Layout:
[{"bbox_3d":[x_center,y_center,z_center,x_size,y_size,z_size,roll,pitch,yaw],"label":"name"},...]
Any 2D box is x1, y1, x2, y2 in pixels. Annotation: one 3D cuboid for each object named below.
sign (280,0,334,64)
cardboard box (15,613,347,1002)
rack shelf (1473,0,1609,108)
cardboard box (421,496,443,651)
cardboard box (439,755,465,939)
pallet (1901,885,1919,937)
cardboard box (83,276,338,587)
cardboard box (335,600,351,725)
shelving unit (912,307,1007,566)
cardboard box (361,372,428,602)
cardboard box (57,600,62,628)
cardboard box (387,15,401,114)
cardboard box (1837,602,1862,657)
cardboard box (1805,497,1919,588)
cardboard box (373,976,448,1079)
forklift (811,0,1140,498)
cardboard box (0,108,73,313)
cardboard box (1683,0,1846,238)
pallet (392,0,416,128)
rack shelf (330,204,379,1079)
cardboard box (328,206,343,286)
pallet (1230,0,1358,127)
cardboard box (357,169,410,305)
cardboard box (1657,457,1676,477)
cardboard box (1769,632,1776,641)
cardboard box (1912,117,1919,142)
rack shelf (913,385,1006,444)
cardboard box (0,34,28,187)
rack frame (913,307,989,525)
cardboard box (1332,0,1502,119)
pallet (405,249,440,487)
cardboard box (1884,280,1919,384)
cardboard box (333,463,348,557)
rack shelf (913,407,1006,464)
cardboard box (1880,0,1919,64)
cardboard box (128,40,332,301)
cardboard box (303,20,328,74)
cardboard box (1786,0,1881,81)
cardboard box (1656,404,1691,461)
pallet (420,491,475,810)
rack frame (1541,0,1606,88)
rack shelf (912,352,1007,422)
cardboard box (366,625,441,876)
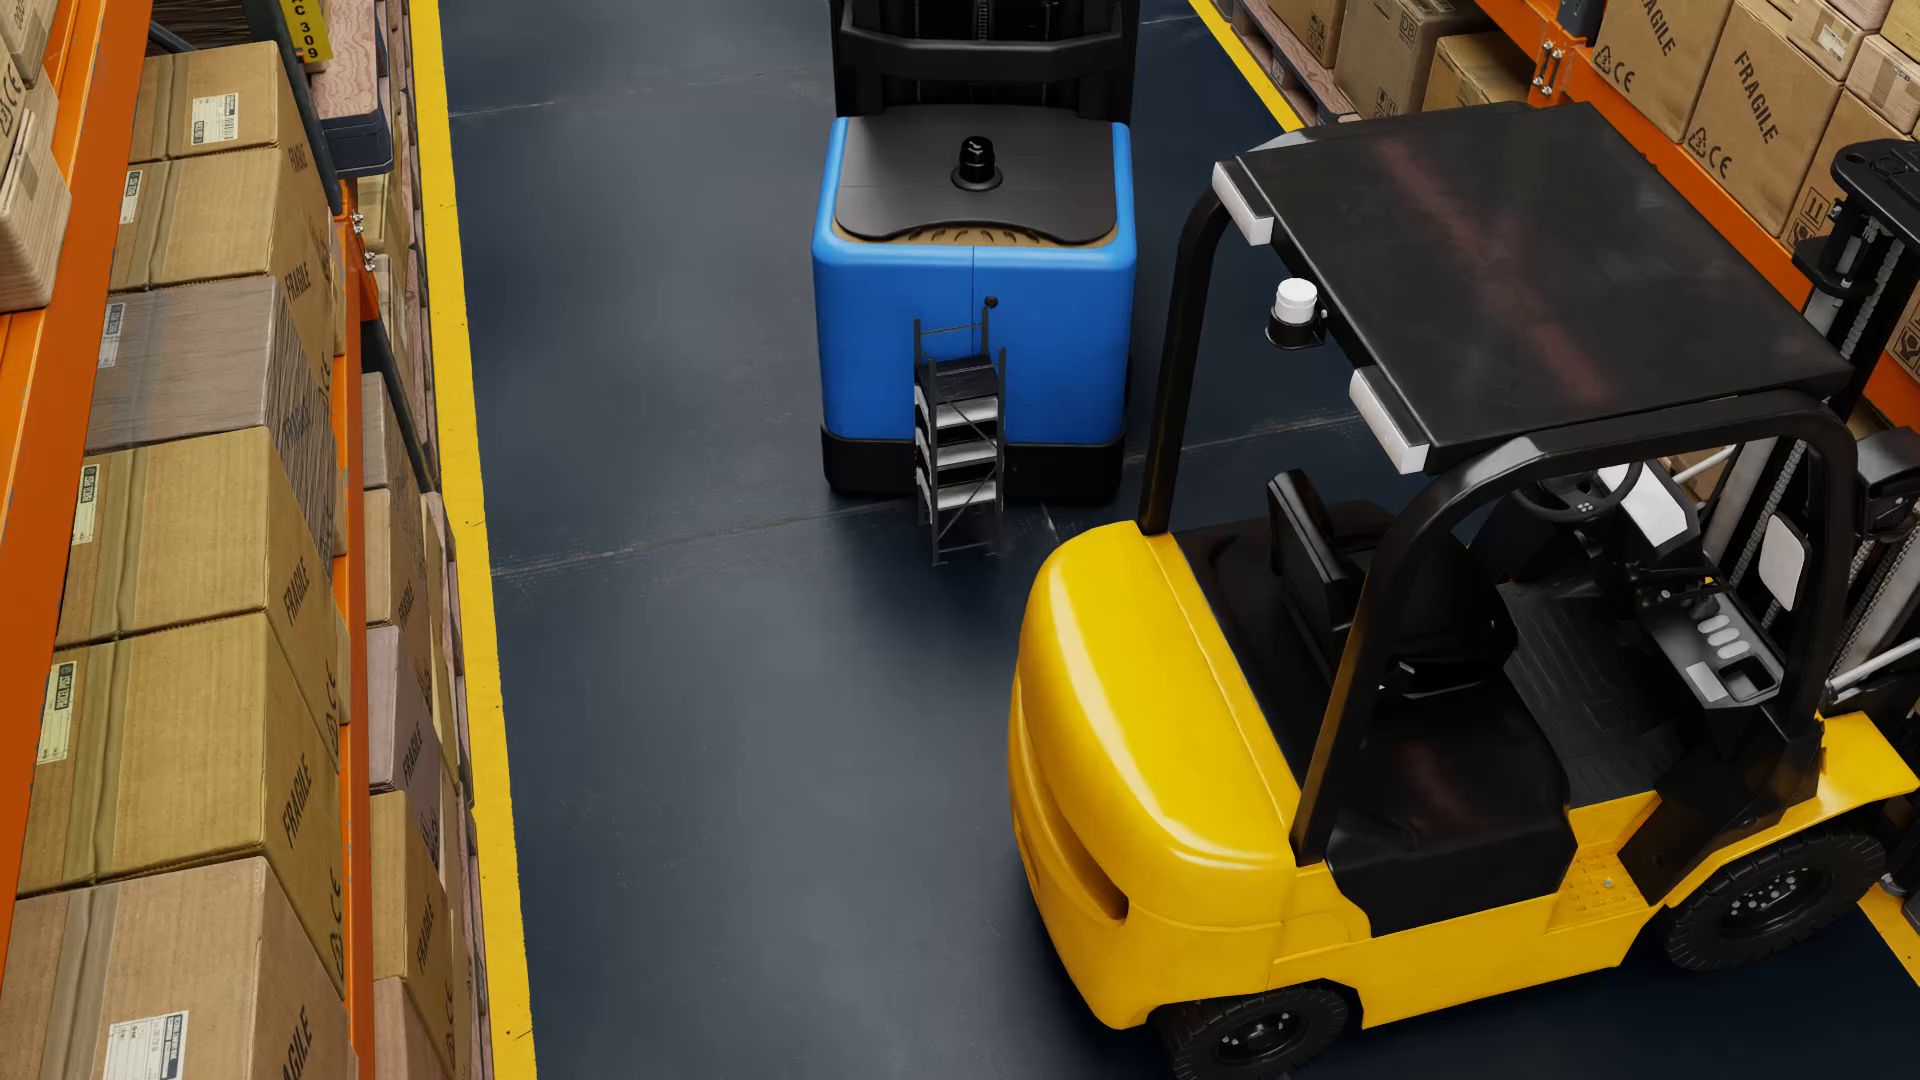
[{"bbox_3d":[-1.767,-1.427,4.442,0.100,0.325,0.005,-11,47,-10],"label":"sign"},{"bbox_3d":[-1.386,0.517,2.865,0.500,0.500,0.500,-12,47,-11],"label":"cardboard box"},{"bbox_3d":[1.996,-3.059,7.151,1.077,0.370,4.000,-11,47,-10],"label":"rack shelf"},{"bbox_3d":[-1.878,0.155,5.129,0.500,0.250,0.500,-9,46,-9],"label":"cardboard box"},{"bbox_3d":[-1.606,0.873,4.426,0.500,0.250,0.500,-10,46,-10],"label":"cardboard box"},{"bbox_3d":[3.296,1.288,4.340,1.003,0.211,1.213,-11,47,-10],"label":"pallet"},{"bbox_3d":[-1.659,-0.186,3.553,0.500,0.500,0.500,-10,46,-9],"label":"cardboard box"},{"bbox_3d":[-1.511,0.289,3.543,0.380,0.149,0.250,-10,46,-10],"label":"cardboard box"},{"bbox_3d":[-0.002,-0.320,5.433,0.258,0.900,0.210,-10,46,-10],"label":"shelving unit"},{"bbox_3d":[-1.878,-0.107,4.861,0.500,0.500,0.500,-11,47,-11],"label":"cardboard box"},{"bbox_3d":[-1.953,-0.113,2.783,0.700,0.500,0.500,-11,47,-11],"label":"cardboard box"},{"bbox_3d":[-2.981,-2.108,7.262,0.950,0.372,0.625,-12,47,-11],"label":"cardboard box"},{"bbox_3d":[2.710,0.147,4.787,0.500,0.250,0.500,-11,47,-10],"label":"cardboard box"},{"bbox_3d":[2.715,-0.013,4.593,0.500,0.250,0.500,-12,47,-11],"label":"cardboard box"},{"bbox_3d":[-1.349,1.311,3.471,0.500,0.500,0.500,-12,47,-12],"label":"cardboard box"},{"bbox_3d":[0.095,-2.215,5.868,1.130,2.935,3.031,2,46,1],"label":"forklift"},{"bbox_3d":[-1.371,-0.399,2.117,0.380,0.149,0.250,-10,46,-10],"label":"cardboard box"},{"bbox_3d":[2.519,-1.254,4.809,0.500,0.500,0.500,-10,46,-10],"label":"cardboard box"},{"bbox_3d":[-3.115,-2.265,7.822,1.003,0.211,1.213,-11,47,-10],"label":"pallet"},{"bbox_3d":[-1.777,0.613,3.552,1.077,0.370,4.000,-11,47,-10],"label":"rack shelf"},{"bbox_3d":[-1.912,-0.765,4.576,0.380,0.149,0.250,-11,47,-11],"label":"cardboard box"},{"bbox_3d":[1.966,-2.299,7.855,1.003,0.211,1.213,-11,47,-10],"label":"pallet"},{"bbox_3d":[-2.613,-1.104,6.278,0.950,0.372,0.625,-8,46,-8],"label":"cardboard box"},{"bbox_3d":[2.457,-0.372,5.645,0.500,0.250,0.500,-12,47,-11],"label":"cardboard box"},{"bbox_3d":[2.714,0.334,4.953,0.500,0.250,0.500,-9,46,-9],"label":"cardboard box"},{"bbox_3d":[2.635,-1.034,4.139,0.380,0.149,0.250,-12,47,-12],"label":"cardboard box"},{"bbox_3d":[-0.002,-0.423,5.328,0.258,0.077,0.200,-10,46,-10],"label":"rack shelf"},{"bbox_3d":[-1.412,-0.457,1.894,0.500,0.250,0.500,-9,46,-9],"label":"cardboard box"},{"bbox_3d":[-0.027,-0.390,5.502,0.240,0.900,0.006,-10,46,-10],"label":"rack frame"},{"bbox_3d":[2.173,-2.141,7.116,0.875,0.625,0.625,-11,47,-11],"label":"cardboard box"},{"bbox_3d":[-2.490,-0.581,6.171,1.003,0.211,1.213,-11,47,-10],"label":"pallet"},{"bbox_3d":[2.758,-0.553,4.122,0.500,0.500,0.500,-10,46,-10],"label":"cardboard box"},{"bbox_3d":[-1.649,-0.064,3.889,0.380,0.149,0.250,-11,47,-11],"label":"cardboard box"},{"bbox_3d":[-0.002,-0.360,5.393,0.258,0.077,0.200,-10,46,-10],"label":"rack shelf"},{"bbox_3d":[2.590,-1.312,4.203,0.380,0.149,0.250,-11,47,-11],"label":"cardboard box"},{"bbox_3d":[-1.935,-0.897,4.251,0.500,0.500,0.500,-12,47,-11],"label":"cardboard box"},{"bbox_3d":[-2.125,-1.518,5.019,0.380,0.149,0.250,-10,46,-10],"label":"cardboard box"},{"bbox_3d":[2.488,-1.386,4.484,0.380,0.149,0.250,-10,46,-9],"label":"cardboard box"},{"bbox_3d":[2.465,-0.551,5.471,0.500,0.250,0.500,-11,47,-11],"label":"cardboard box"},{"bbox_3d":[-2.083,0.414,5.197,1.003,0.211,1.213,-11,47,-10],"label":"pallet"},{"bbox_3d":[2.508,-1.930,5.541,1.000,3.000,0.127,-11,47,-10],"label":"rack frame"},{"bbox_3d":[-0.002,-0.486,5.264,0.258,0.077,0.200,-10,46,-10],"label":"rack shelf"},{"bbox_3d":[-1.615,0.596,4.172,0.500,0.500,0.500,-8,46,-8],"label":"cardboard box"}]
